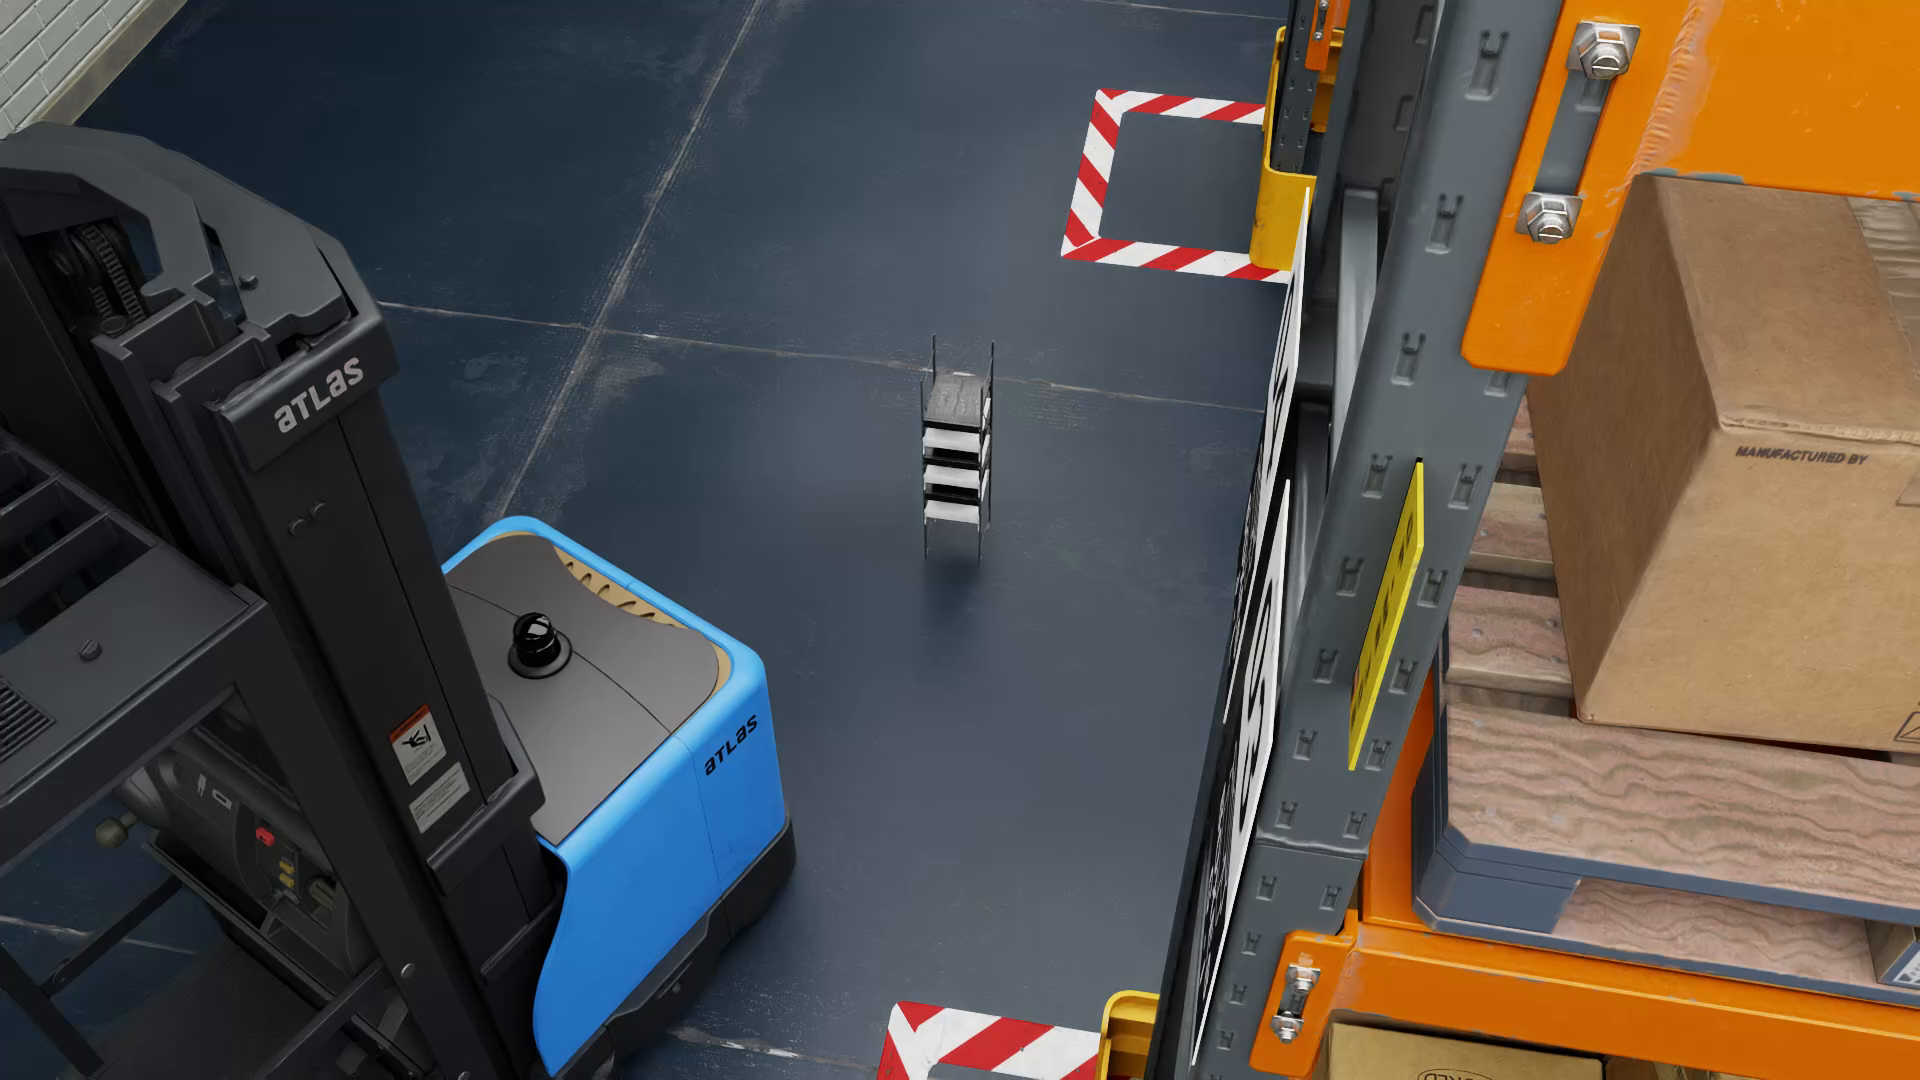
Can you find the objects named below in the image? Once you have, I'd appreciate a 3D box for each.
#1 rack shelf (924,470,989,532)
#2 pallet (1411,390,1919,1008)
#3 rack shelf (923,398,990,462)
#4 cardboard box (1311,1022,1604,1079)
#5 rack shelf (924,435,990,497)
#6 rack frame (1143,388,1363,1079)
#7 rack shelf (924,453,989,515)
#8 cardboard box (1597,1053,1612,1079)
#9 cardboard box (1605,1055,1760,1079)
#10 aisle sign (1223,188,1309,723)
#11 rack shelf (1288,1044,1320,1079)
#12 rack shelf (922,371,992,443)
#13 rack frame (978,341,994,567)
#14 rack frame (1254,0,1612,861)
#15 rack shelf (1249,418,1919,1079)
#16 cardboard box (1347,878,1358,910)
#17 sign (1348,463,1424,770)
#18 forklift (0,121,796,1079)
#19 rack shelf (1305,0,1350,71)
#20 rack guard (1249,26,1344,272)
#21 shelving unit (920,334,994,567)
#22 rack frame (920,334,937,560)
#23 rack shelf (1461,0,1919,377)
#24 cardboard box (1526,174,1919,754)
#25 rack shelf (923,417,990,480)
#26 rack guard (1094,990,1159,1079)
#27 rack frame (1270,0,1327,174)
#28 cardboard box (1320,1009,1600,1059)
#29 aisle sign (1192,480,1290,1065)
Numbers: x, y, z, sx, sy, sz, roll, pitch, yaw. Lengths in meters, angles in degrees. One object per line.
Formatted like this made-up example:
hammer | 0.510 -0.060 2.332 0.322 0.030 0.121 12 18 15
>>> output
rack shelf | -0.008 -0.159 6.075 0.200 0.077 0.258 8 49 7
pallet | 1.220 0.111 2.177 1.213 0.211 1.003 8 49 7
rack shelf | -0.008 -0.400 5.807 0.200 0.077 0.258 8 49 7
cardboard box | 0.913 1.205 3.052 0.500 0.250 0.500 7 48 6
rack shelf | -0.008 -0.280 5.941 0.200 0.077 0.258 8 49 7
rack frame | 0.488 0.993 3.341 0.127 3.000 1.000 8 49 7
rack shelf | -0.008 -0.219 6.008 0.200 0.077 0.258 8 49 7
cardboard box | 1.511 0.881 3.343 0.500 0.250 0.500 7 48 6
cardboard box | 1.405 1.020 2.713 0.500 0.500 0.500 7 48 6
aisle sign | 0.471 -0.105 2.580 0.004 0.787 0.394 8 49 7
rack shelf | 2.456 1.498 3.371 4.000 0.370 1.077 8 49 7
rack shelf | -0.008 -0.460 5.740 0.200 0.077 0.258 8 49 7
rack frame | 0.092 -0.288 5.904 0.006 0.900 0.240 8 49 7
rack frame | 0.488 -1.012 1.110 0.127 3.000 1.000 8 49 7
rack shelf | 2.456 0.495 2.255 4.000 0.370 1.077 8 49 7
cardboard box | 1.014 0.565 3.122 0.500 0.500 0.500 8 49 7
sign | 0.384 0.077 1.507 0.005 0.325 0.100 8 49 7
forklift | -1.788 0.740 3.615 1.130 2.935 3.031 28 54 23
rack shelf | 3.438 -2.119 6.621 4.000 0.370 1.077 8 49 7
rack guard | 1.545 -1.779 7.512 0.348 0.500 1.175 8 49 7
shelving unit | -0.008 -0.302 5.916 0.210 0.900 0.258 8 49 7
rack frame | -0.108 -0.315 5.928 0.006 0.900 0.240 8 49 7
rack shelf | 2.456 -0.373 1.288 4.000 0.370 1.077 8 49 7
cardboard box | 1.009 -0.187 1.968 0.500 0.500 0.700 5 48 5
rack shelf | -0.008 -0.340 5.874 0.200 0.077 0.258 8 49 7
rack guard | 0.465 1.825 4.274 0.348 0.500 1.175 8 49 7
rack frame | 1.470 -2.624 6.591 0.127 3.000 1.000 8 49 7
cardboard box | 1.012 0.814 3.403 0.500 0.250 0.500 7 48 6
aisle sign | 0.364 0.334 2.185 0.004 0.787 0.394 8 49 7
